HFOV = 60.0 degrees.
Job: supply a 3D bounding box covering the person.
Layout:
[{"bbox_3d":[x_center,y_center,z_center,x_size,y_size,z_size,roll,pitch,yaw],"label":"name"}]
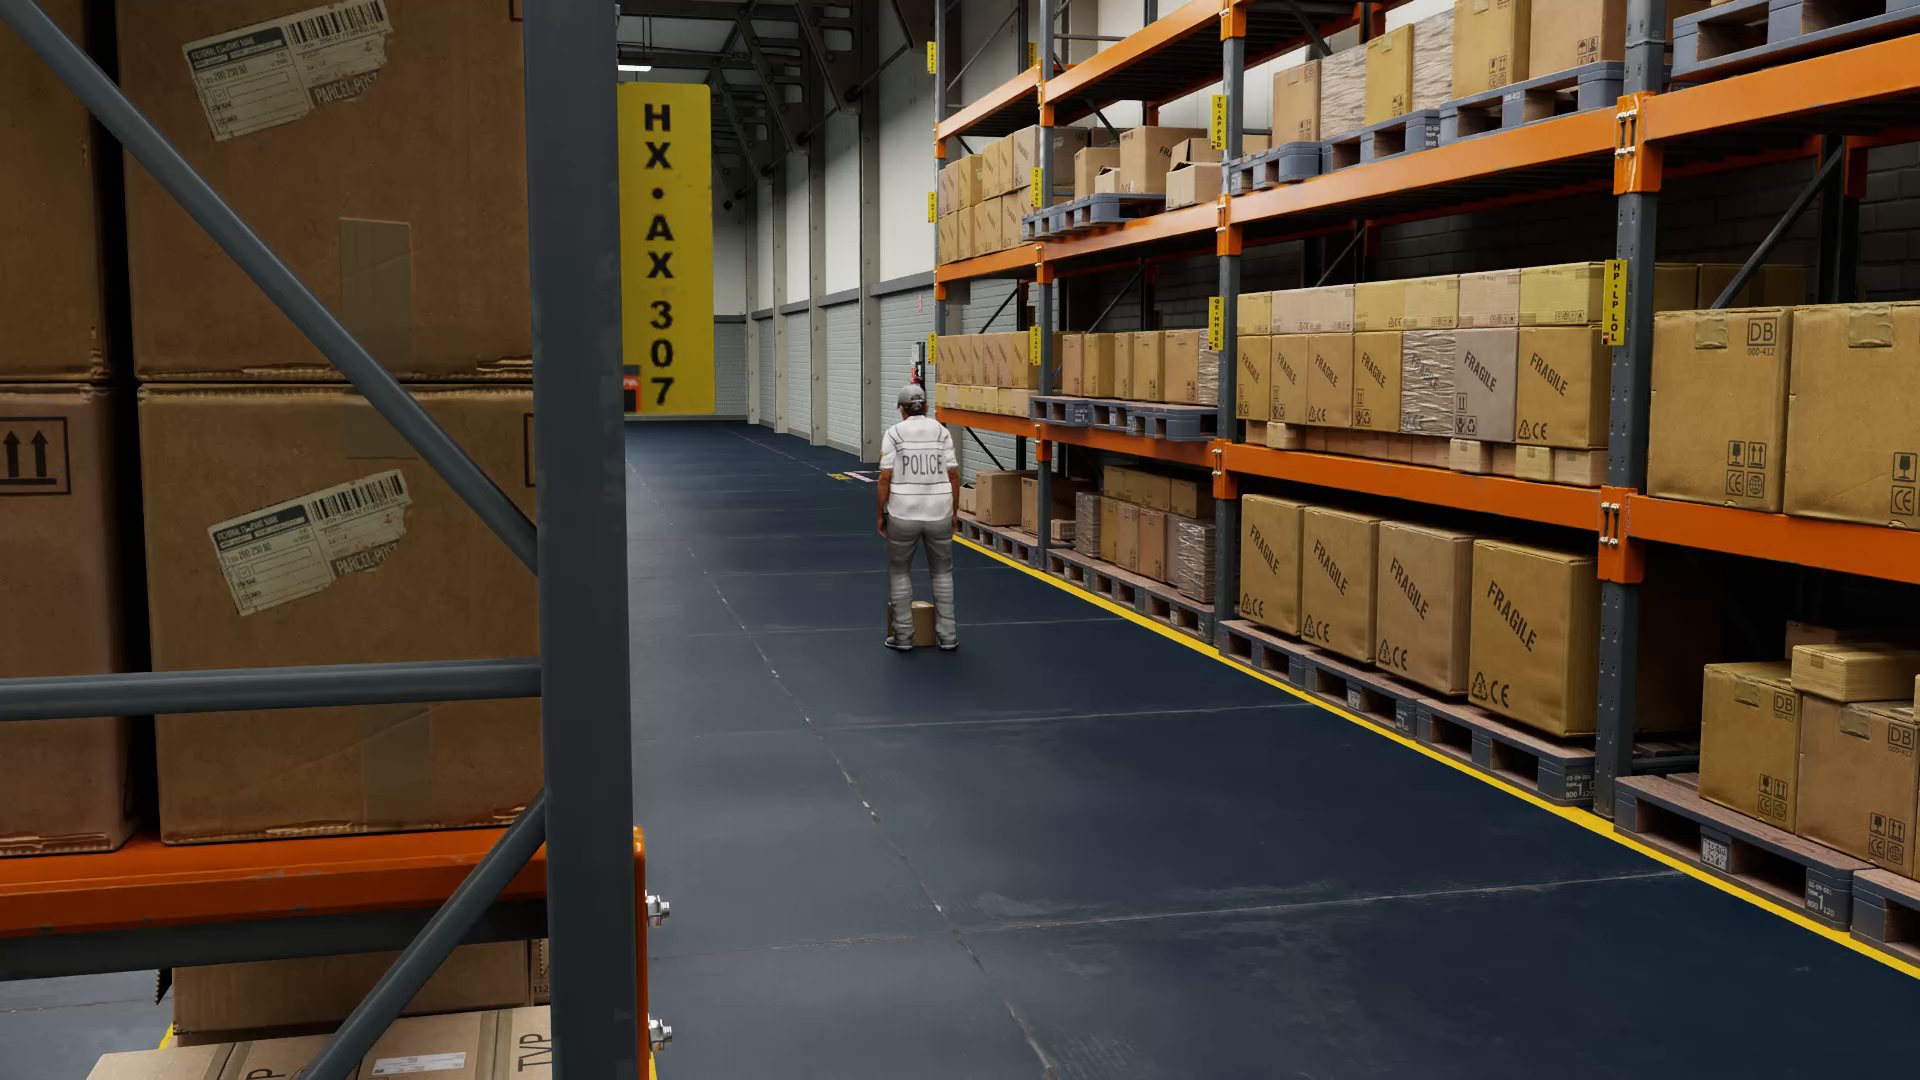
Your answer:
[{"bbox_3d":[-0.257,-0.139,10.426,0.539,1.667,0.466,-1,6,-13],"label":"person"}]
